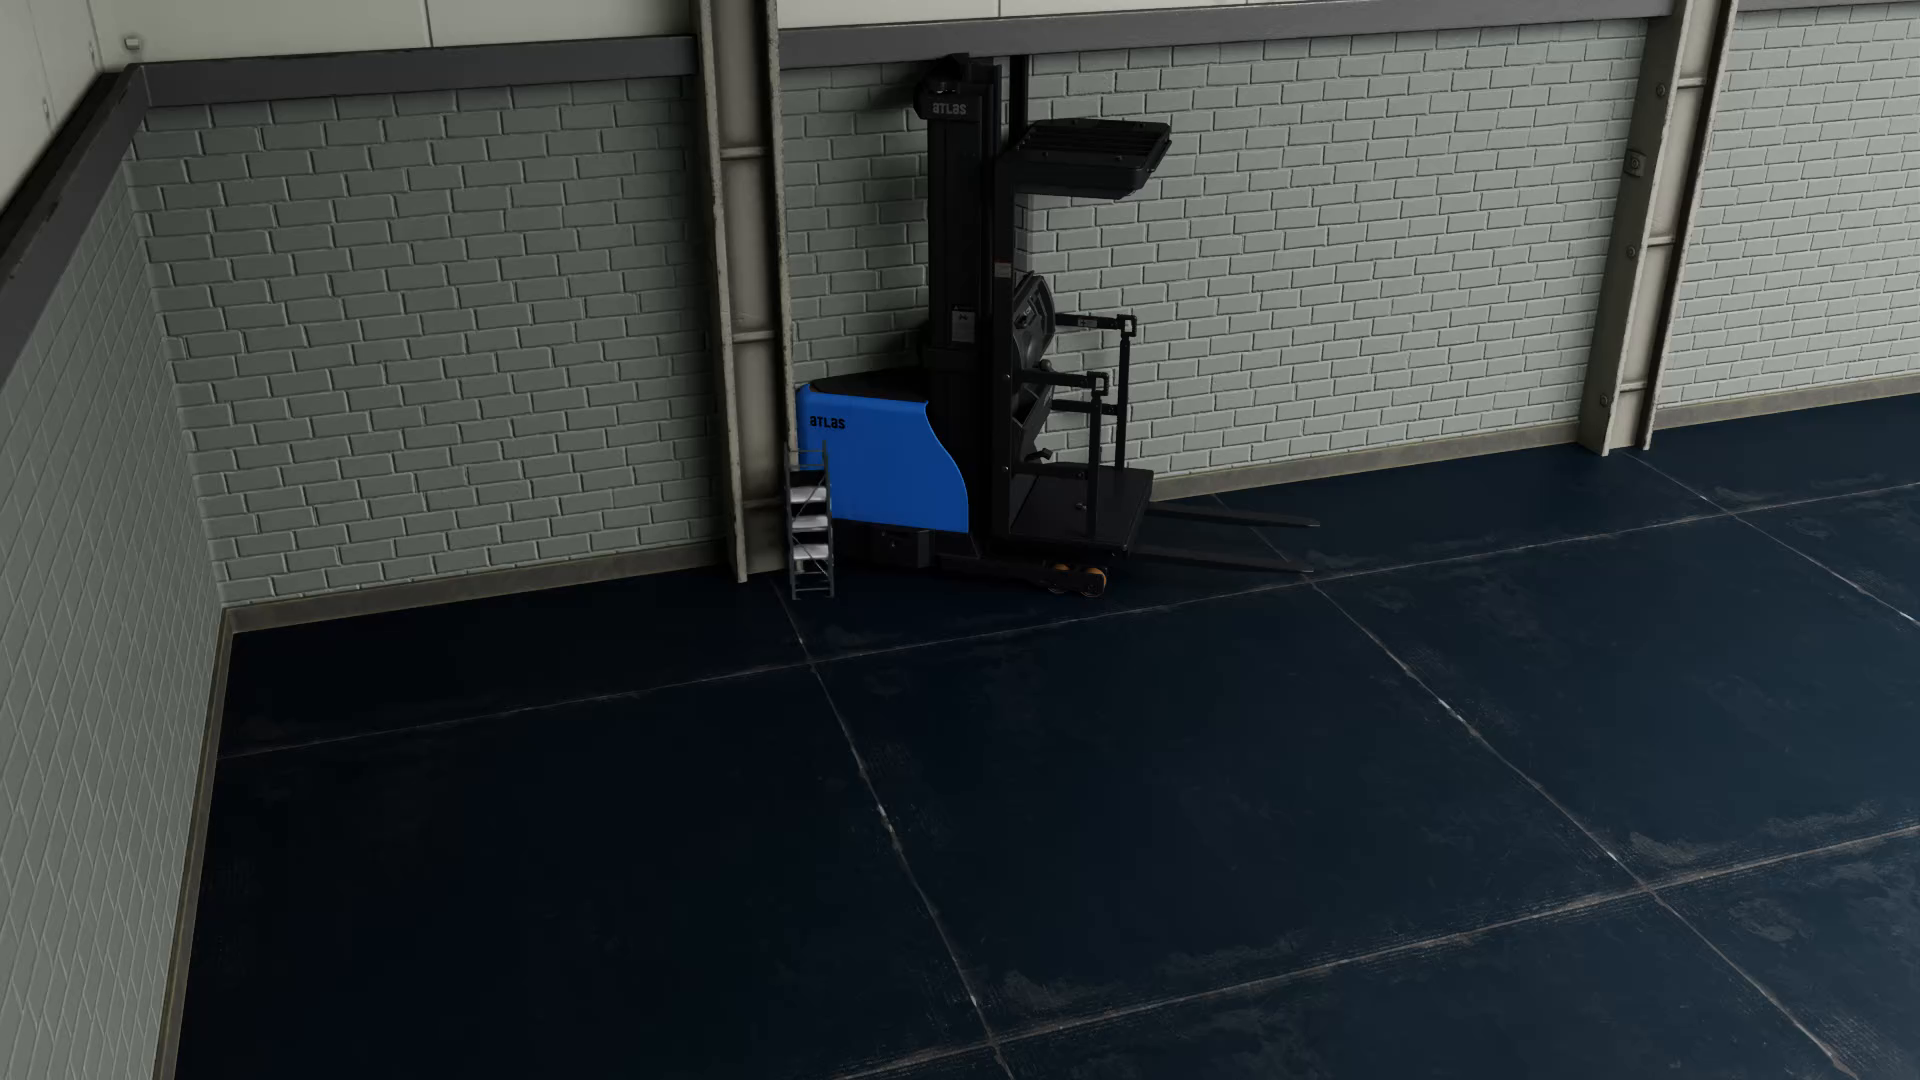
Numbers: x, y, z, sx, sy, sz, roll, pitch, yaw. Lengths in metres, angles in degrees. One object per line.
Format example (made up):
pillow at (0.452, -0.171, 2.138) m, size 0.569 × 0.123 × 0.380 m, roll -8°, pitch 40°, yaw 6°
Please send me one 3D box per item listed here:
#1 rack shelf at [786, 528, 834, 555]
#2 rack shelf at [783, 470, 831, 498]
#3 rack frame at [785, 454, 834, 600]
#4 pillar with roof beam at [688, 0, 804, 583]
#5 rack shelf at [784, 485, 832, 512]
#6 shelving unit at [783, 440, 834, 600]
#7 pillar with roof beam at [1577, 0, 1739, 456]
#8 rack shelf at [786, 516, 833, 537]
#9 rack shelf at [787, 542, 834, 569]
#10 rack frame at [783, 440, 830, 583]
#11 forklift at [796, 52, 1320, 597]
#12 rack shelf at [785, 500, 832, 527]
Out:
rack shelf at (-0.858, 0.001, 9.513) m, size 0.258 × 0.077 × 0.200 m, roll -3°, pitch 27°, yaw -7°
rack shelf at (-0.858, -0.321, 9.352) m, size 0.258 × 0.077 × 0.200 m, roll -3°, pitch 27°, yaw -7°
rack frame at (-0.845, -0.065, 9.368) m, size 0.240 × 0.900 × 0.006 m, roll -3°, pitch 27°, yaw -7°
pillar with roof beam at (0.171, -2.052, 4.263) m, size 0.400 × 9.000 × 9.100 m, roll -8°, pitch 28°, yaw -16°
rack shelf at (-0.858, -0.241, 9.392) m, size 0.258 × 0.077 × 0.200 m, roll -3°, pitch 27°, yaw -7°
shelving unit at (-0.858, -0.110, 9.458) m, size 0.258 × 0.900 × 0.210 m, roll -3°, pitch 27°, yaw -7°
pillar with roof beam at (5.876, -2.878, 5.928) m, size 0.400 × 9.000 × 9.100 m, roll -8°, pitch 28°, yaw -16°
rack shelf at (-0.858, -0.080, 9.473) m, size 0.258 × 0.077 × 0.200 m, roll -3°, pitch 27°, yaw -7°
rack shelf at (-0.858, 0.081, 9.553) m, size 0.258 × 0.077 × 0.200 m, roll -3°, pitch 27°, yaw -7°
rack frame at (-0.872, -0.155, 9.548) m, size 0.240 × 0.900 × 0.006 m, roll -3°, pitch 27°, yaw -7°
forklift at (0.611, -1.244, 9.459) m, size 3.031 × 2.935 × 1.130 m, roll 6°, pitch 27°, yaw 13°
rack shelf at (-0.858, -0.160, 9.432) m, size 0.258 × 0.077 × 0.200 m, roll -3°, pitch 27°, yaw -7°
